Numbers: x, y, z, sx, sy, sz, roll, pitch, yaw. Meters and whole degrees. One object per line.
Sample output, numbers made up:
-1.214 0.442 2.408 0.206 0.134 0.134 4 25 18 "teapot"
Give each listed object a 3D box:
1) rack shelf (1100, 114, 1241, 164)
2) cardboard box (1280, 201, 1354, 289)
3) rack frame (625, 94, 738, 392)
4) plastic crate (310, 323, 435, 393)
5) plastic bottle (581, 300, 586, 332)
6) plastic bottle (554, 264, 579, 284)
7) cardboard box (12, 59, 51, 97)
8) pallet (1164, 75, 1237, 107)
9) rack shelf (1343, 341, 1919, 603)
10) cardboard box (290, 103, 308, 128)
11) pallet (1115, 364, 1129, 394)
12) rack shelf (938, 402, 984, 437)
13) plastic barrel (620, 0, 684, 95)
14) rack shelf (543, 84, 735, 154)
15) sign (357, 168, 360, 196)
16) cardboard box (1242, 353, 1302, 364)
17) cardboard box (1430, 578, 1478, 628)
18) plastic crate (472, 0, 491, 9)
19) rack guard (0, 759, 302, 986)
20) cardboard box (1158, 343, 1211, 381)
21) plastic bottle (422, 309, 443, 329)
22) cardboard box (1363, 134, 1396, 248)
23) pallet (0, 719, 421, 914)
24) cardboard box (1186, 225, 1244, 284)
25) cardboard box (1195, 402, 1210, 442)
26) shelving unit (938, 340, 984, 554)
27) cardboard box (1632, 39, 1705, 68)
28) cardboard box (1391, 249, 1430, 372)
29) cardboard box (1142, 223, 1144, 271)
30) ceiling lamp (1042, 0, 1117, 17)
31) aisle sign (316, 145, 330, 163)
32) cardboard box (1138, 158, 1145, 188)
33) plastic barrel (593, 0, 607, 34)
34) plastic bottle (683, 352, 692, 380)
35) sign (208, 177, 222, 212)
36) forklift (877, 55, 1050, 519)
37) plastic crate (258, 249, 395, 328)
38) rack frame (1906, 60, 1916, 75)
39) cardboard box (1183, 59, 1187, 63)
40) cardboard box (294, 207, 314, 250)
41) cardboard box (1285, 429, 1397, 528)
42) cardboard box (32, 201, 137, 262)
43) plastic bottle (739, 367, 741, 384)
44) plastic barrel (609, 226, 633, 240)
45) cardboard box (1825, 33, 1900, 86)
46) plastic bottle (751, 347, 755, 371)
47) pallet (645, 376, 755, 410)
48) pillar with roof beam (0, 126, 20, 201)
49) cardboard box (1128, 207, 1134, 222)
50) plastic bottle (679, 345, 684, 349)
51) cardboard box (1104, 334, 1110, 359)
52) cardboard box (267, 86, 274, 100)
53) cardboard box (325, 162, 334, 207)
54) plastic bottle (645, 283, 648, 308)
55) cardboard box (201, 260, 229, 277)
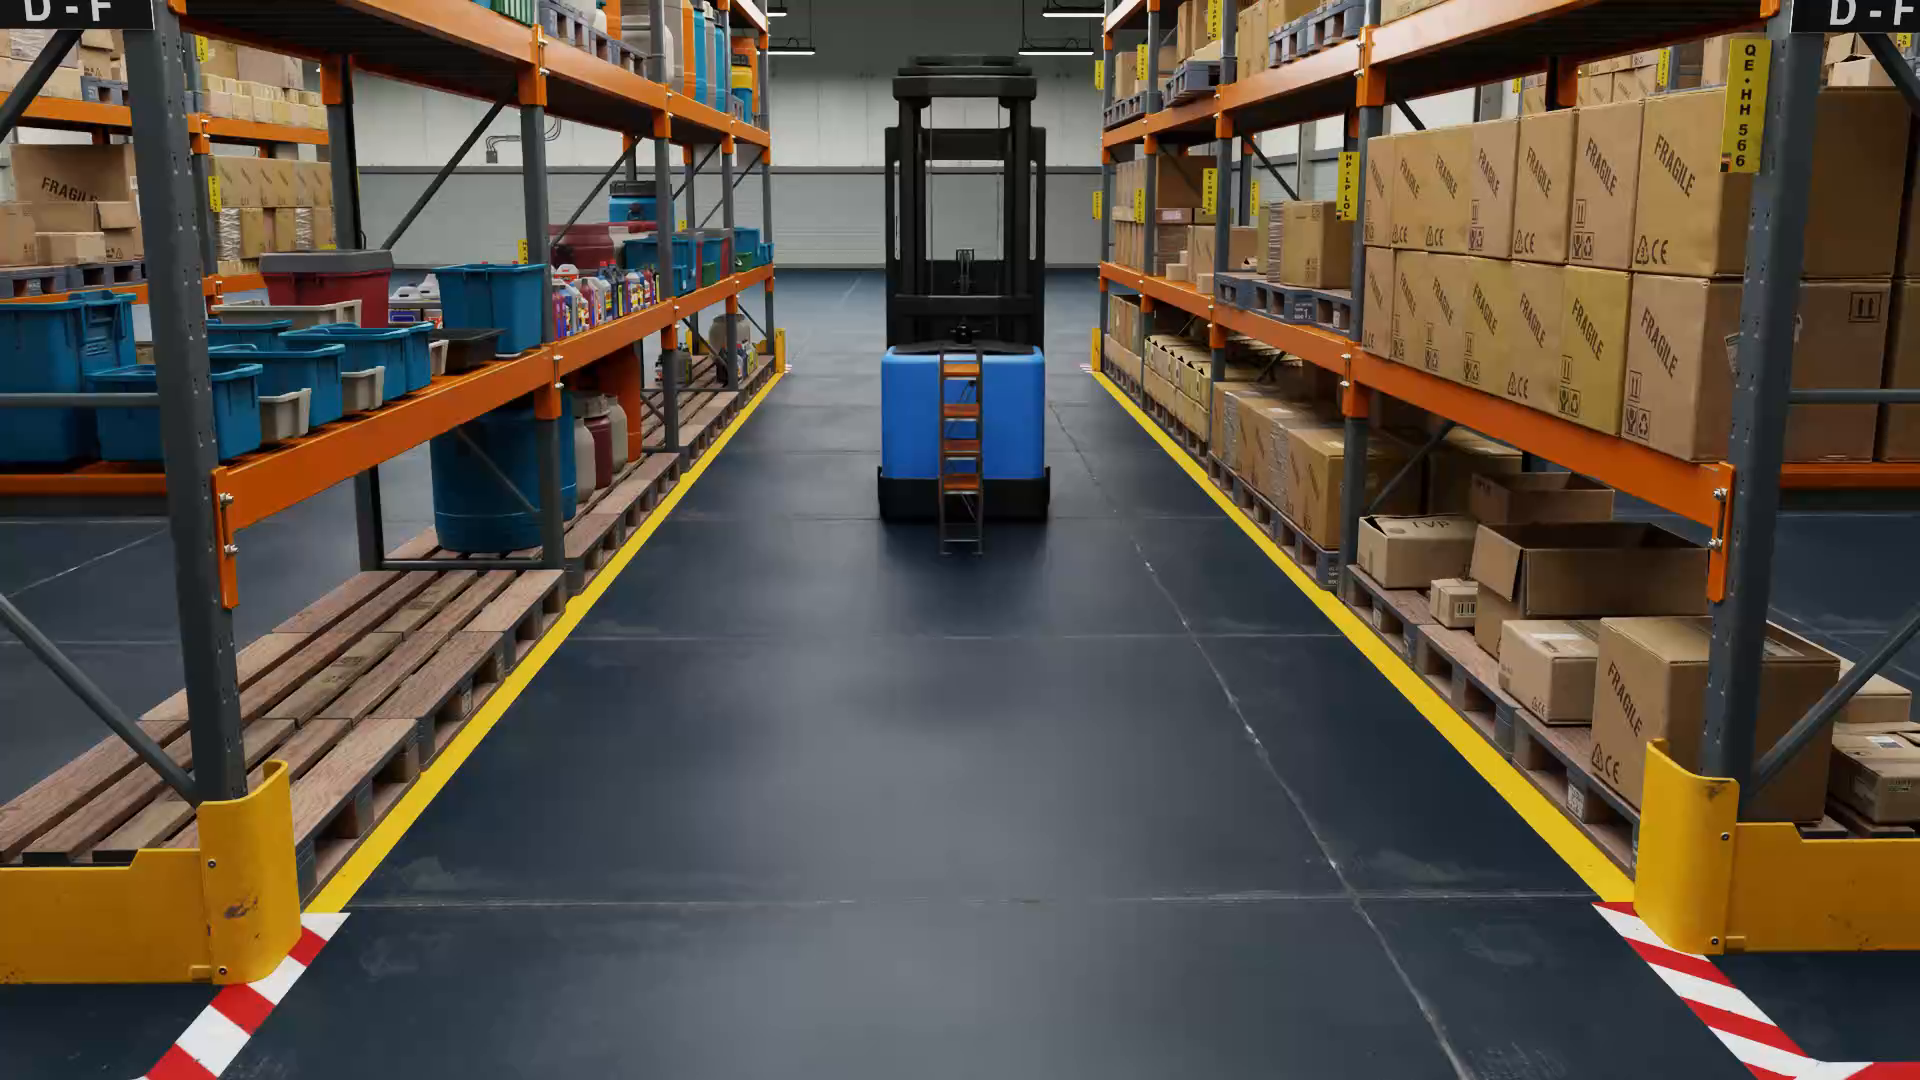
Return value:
2.239 -4.266 17.808 1.077 0.370 4.000 0 11 -1 "rack shelf"
2.347 -1.766 9.914 0.700 0.500 0.500 -3 12 -16 "cardboard box"
-2.672 -2.731 15.978 1.000 3.000 0.127 0 11 -1 "rack frame"
-2.134 -0.665 6.064 0.416 0.233 0.300 0 11 -1 "plastic crate"
-2.120 -1.253 9.188 0.097 0.201 0.097 0 11 0 "plastic bottle"
-2.752 -1.789 11.644 0.152 0.276 0.135 0 11 -1 "plastic bottle"
-7.307 -3.509 12.644 0.500 0.250 0.500 0 11 0 "cardboard box"
2.233 -3.690 13.635 1.003 0.211 1.213 0 11 1 "pallet"
2.487 -0.411 6.348 1.077 0.370 4.000 0 11 -1 "rack shelf"
-7.427 -4.607 18.055 0.500 0.250 0.500 0 11 0 "cardboard box"
2.277 -1.786 18.330 1.003 0.211 1.213 0 11 -1 "pallet"
0.003 -0.708 9.747 0.258 0.148 0.480 0 11 -1 "rack shelf"
-2.389 -3.816 12.520 0.600 0.901 0.600 0 11 0 "plastic barrel"
-2.631 -3.451 13.792 1.077 0.370 4.000 0 11 -1 "rack shelf"
-7.151 -4.227 19.642 0.100 0.325 0.005 0 11 -1 "sign"
2.618 -1.400 13.865 0.500 0.311 0.500 -1 11 -3 "cardboard box"
2.266 0.268 7.211 0.380 0.166 0.250 0 11 -1 "cardboard box"
-2.169 -2.349 6.972 0.416 0.233 0.300 0 11 -1 "plastic crate"
-2.411 0.884 4.445 1.175 0.500 0.348 0 11 -1 "rack guard"
2.057 -1.598 14.843 0.500 0.311 0.500 -1 11 -3 "cardboard box"
-2.714 -1.125 8.560 0.097 0.201 0.097 0 11 0 "plastic bottle"
2.174 -1.605 7.659 0.500 0.500 0.500 0 11 0 "cardboard box"
-2.402 0.857 5.306 1.003 0.211 1.213 0 11 -1 "pallet"
2.291 -2.543 14.796 0.500 0.500 0.500 1 11 3 "cardboard box"
2.108 -0.918 12.898 0.500 0.250 0.500 0 11 0 "cardboard box"
0.003 -0.555 9.778 0.258 1.200 0.503 0 11 -1 "shelving unit"
6.951 -4.889 16.254 0.500 0.500 0.500 -1 12 -6 "cardboard box"
2.197 -1.006 7.220 0.500 0.500 0.500 0 11 0 "cardboard box"
2.247 -2.993 17.016 0.700 0.500 0.500 0 11 -2 "cardboard box"
2.718 -12.596 34.835 2.000 3.185 0.800 0 11 -1 "ceiling lamp"
-7.408 -4.794 19.605 0.394 0.787 0.004 0 11 -1 "aisle sign"
2.243 -3.724 17.356 0.700 0.500 0.500 0 11 -1 "cardboard box"
-2.421 -3.332 10.685 0.301 0.262 0.301 0 11 0 "plastic barrel"
-2.830 -1.783 17.046 0.152 0.276 0.135 0 11 -1 "plastic bottle"
-7.069 -3.281 15.777 0.100 0.325 0.005 0 11 -1 "sign"
0.040 -1.814 11.627 1.130 2.935 3.031 0 11 1 "forklift"
-2.739 -1.023 7.247 0.402 0.464 0.583 0 11 -1 "plastic crate"
7.315 -1.977 12.259 1.000 3.000 0.127 0 11 -1 "rack frame"
2.283 -4.231 15.146 0.500 0.250 0.500 1 12 5 "cardboard box"
-7.625 -3.393 18.240 0.875 0.500 0.500 0 11 -1 "cardboard box"
2.147 -0.346 9.403 0.500 0.500 0.500 0 11 -1 "cardboard box"
-7.496 -2.623 14.129 0.797 0.503 0.637 1 12 5 "cardboard box"
-2.243 -1.661 16.633 0.097 0.201 0.097 0 11 0 "plastic bottle"
-2.833 -2.278 13.464 0.421 0.512 0.421 0 11 0 "plastic barrel"
7.381 -3.765 13.221 0.797 0.503 0.637 1 12 7 "cardboard box"
-2.298 -1.966 17.950 0.152 0.276 0.135 -1 11 -3 "plastic bottle"
-2.644 -1.498 16.914 1.003 0.211 1.213 0 11 -1 "pallet"
-19.656 -11.031 41.798 9.100 9.000 0.548 0 11 -1 "pillar with roof beam"
2.021 -3.529 18.025 0.380 0.149 0.250 0 11 -1 "cardboard box"
-3.022 -1.975 18.006 0.097 0.271 0.097 0 11 0 "plastic bottle"
1.986 -2.297 19.696 0.500 0.250 0.500 0 11 -1 "cardboard box"
-7.427 -4.679 17.408 0.380 0.149 0.250 0 11 0 "cardboard box"
-7.448 -4.083 19.124 0.500 0.500 0.500 0 11 -1 "cardboard box"
-2.164 -1.672 11.256 0.097 0.201 0.097 0 11 0 "plastic bottle"
-7.328 -2.632 16.119 0.380 0.149 0.250 0 11 -1 "cardboard box"
